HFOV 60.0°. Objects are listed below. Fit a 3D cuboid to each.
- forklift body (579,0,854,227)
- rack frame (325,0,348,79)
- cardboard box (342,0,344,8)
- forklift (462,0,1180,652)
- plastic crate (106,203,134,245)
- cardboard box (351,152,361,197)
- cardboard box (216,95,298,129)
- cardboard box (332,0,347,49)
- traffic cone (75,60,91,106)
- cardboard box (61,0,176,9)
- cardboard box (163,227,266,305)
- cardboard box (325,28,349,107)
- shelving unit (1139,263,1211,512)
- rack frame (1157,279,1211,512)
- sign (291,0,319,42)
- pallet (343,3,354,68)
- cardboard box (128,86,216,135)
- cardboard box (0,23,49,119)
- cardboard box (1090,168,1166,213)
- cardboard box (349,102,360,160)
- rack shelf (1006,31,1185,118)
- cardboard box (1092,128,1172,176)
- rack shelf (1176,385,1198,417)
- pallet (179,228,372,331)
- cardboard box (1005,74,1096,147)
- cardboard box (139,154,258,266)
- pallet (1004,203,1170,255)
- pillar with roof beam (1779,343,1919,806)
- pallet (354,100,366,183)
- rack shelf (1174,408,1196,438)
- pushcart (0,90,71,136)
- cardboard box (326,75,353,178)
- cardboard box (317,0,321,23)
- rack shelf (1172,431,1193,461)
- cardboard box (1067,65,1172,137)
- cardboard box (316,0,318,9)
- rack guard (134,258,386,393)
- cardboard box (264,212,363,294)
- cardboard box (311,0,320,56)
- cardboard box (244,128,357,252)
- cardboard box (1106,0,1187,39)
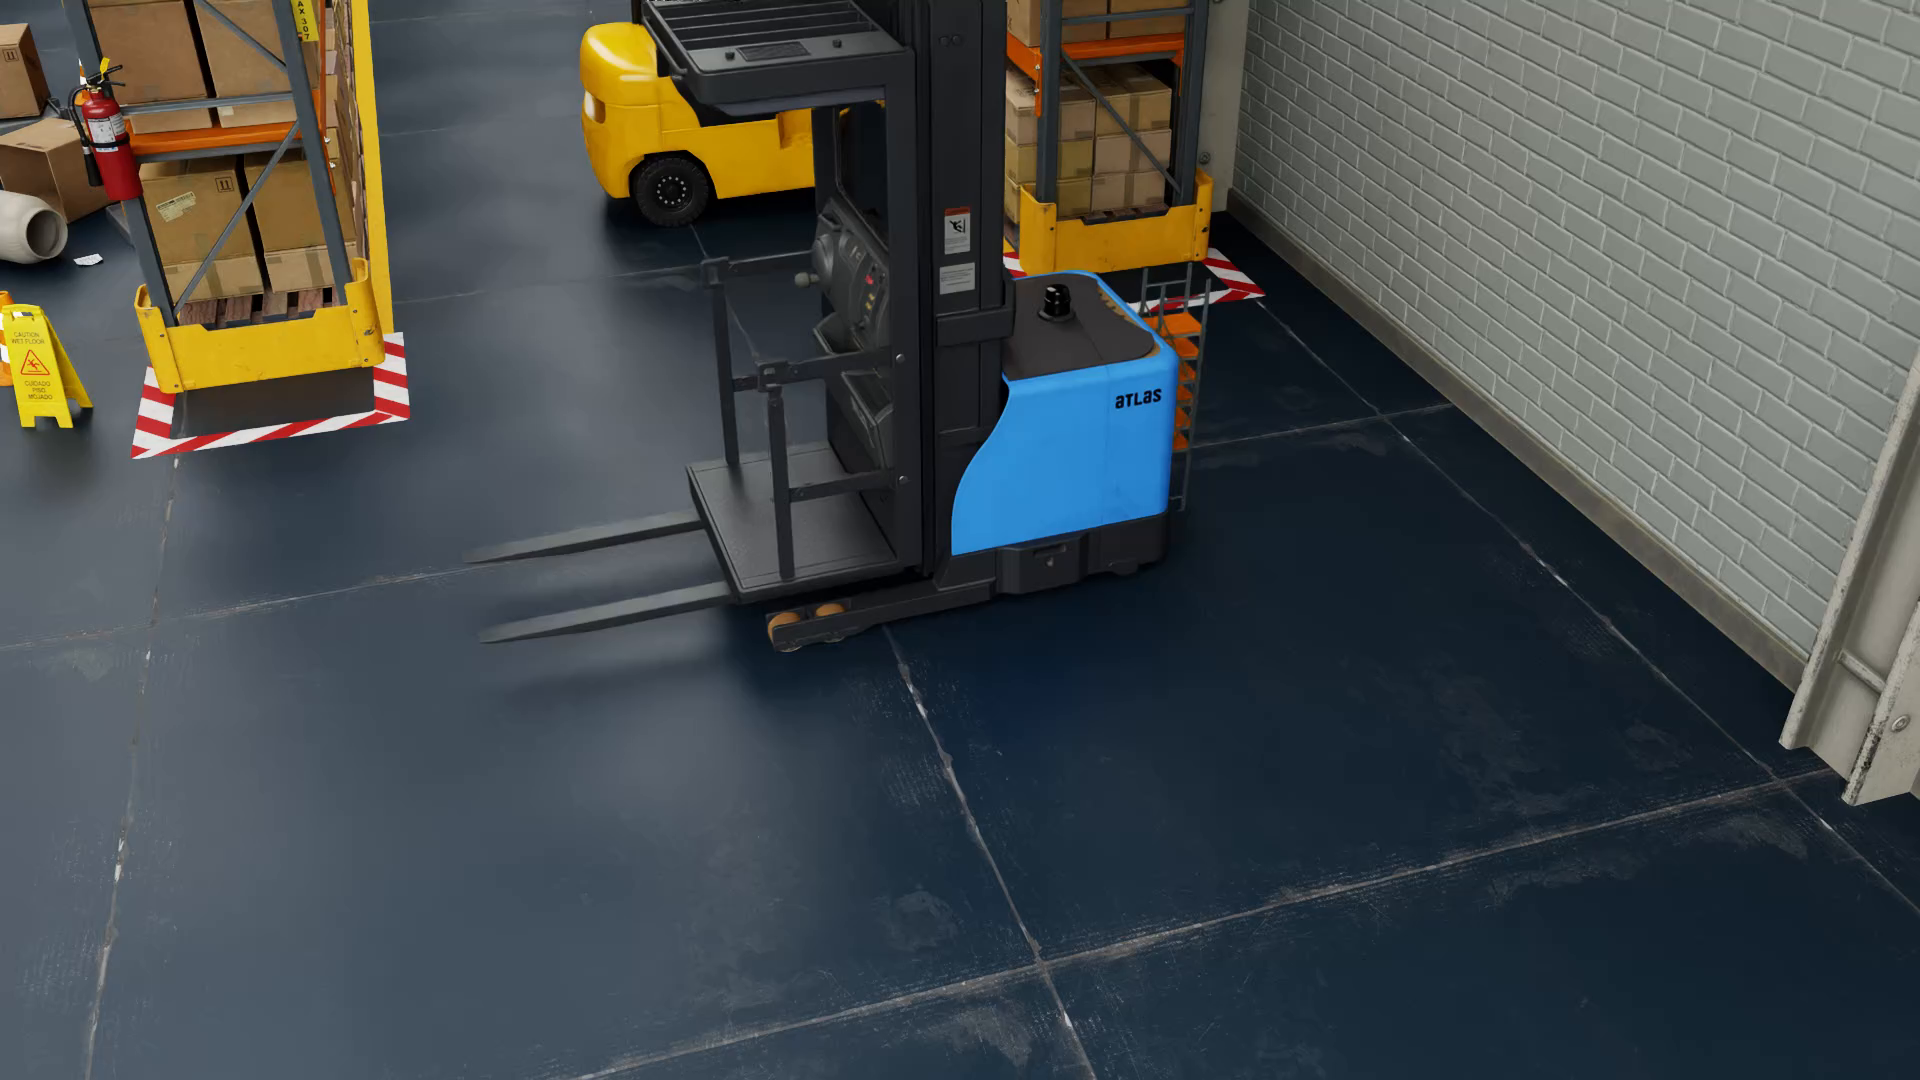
[{"bbox_3d":[-1.363,-3.350,10.869,2.313,2.155,1.214,-10,35,-15],"label":"forklift body"},{"bbox_3d":[-4.993,-4.279,11.504,1.000,3.000,0.127,-10,35,-15],"label":"rack frame"},{"bbox_3d":[-5.818,-4.773,14.256,0.950,0.372,0.625,-11,35,-16],"label":"cardboard box"},{"bbox_3d":[-0.631,-1.078,6.723,3.031,2.935,1.130,-11,35,-16],"label":"forklift"},{"bbox_3d":[-5.295,-2.098,10.853,0.402,0.080,0.583,-23,40,-31],"label":"plastic crate"},{"bbox_3d":[-4.083,-2.230,10.518,0.500,0.250,0.500,-8,34,-12],"label":"cardboard box"},{"bbox_3d":[-3.680,-2.287,8.718,0.380,0.149,0.250,-10,35,-15],"label":"cardboard box"},{"bbox_3d":[-5.378,-4.009,13.100,0.950,0.372,0.625,-8,34,-12],"label":"cardboard box"},{"bbox_3d":[-6.705,-3.636,12.833,0.336,0.463,0.334,-10,35,-15],"label":"traffic cone"},{"bbox_3d":[-4.137,-2.993,8.291,0.700,0.500,0.500,-11,35,-16],"label":"cardboard box"},{"bbox_3d":[-4.283,-1.598,9.561,0.500,0.250,0.500,-10,35,-15],"label":"cardboard box"},{"bbox_3d":[-4.401,-3.087,11.134,0.500,0.500,0.500,-9,35,-14],"label":"cardboard box"},{"bbox_3d":[0.945,-0.672,7.673,0.258,1.200,0.189,-10,35,-17],"label":"shelving unit"},{"bbox_3d":[0.976,-0.625,7.601,0.240,1.200,0.006,-10,35,-17],"label":"rack frame"},{"bbox_3d":[-3.257,-2.631,8.226,0.100,0.325,0.005,-10,35,-15],"label":"sign"},{"bbox_3d":[-5.608,-4.166,13.862,1.003,0.211,1.213,-10,35,-15],"label":"pallet"},{"bbox_3d":[-4.091,-2.234,8.638,0.380,0.149,0.250,-9,34,-13],"label":"cardboard box"},{"bbox_3d":[-6.679,-3.237,11.508,0.500,0.500,0.500,-10,35,-15],"label":"cardboard box"},{"bbox_3d":[0.989,-2.334,10.675,0.500,0.250,0.500,-10,35,-15],"label":"cardboard box"},{"bbox_3d":[-4.385,-2.764,11.325,0.500,0.250,0.500,-11,35,-16],"label":"cardboard box"},{"bbox_3d":[0.343,-3.765,11.380,1.077,0.370,4.000,-10,35,-15],"label":"rack shelf"},{"bbox_3d":[1.007,-2.534,10.523,0.500,0.250,0.500,-9,35,-14],"label":"cardboard box"},{"bbox_3d":[0.944,-0.635,7.697,0.258,0.103,0.180,-10,35,-17],"label":"rack shelf"},{"bbox_3d":[-4.011,-1.488,9.810,1.003,0.211,1.213,-10,35,-15],"label":"pallet"},{"bbox_3d":[0.515,-2.650,10.246,0.500,0.250,0.500,-9,34,-13],"label":"cardboard box"},{"bbox_3d":[-4.266,-1.896,9.332,0.500,0.500,0.500,-10,35,-14],"label":"cardboard box"},{"bbox_3d":[0.680,-2.246,10.958,1.003,0.211,1.213,-10,35,-15],"label":"pallet"},{"bbox_3d":[-0.671,-2.161,2.858,9.100,9.000,0.400,-10,35,-15],"label":"pillar with roof beam"},{"bbox_3d":[-4.755,-2.769,11.749,1.003,0.211,1.213,-10,35,-15],"label":"pallet"},{"bbox_3d":[0.941,-0.534,7.762,0.258,0.103,0.180,-10,35,-17],"label":"rack shelf"},{"bbox_3d":[-7.150,-2.775,11.607,1.648,0.377,0.936,-23,40,-31],"label":"pushcart"},{"bbox_3d":[-4.073,-2.540,10.307,0.500,0.500,0.500,-9,35,-14],"label":"cardboard box"},{"bbox_3d":[-4.130,-3.255,10.183,0.380,0.149,0.250,-10,35,-14],"label":"cardboard box"},{"bbox_3d":[0.938,-0.434,7.828,0.258,0.103,0.180,-10,35,-17],"label":"rack shelf"},{"bbox_3d":[0.986,-2.745,10.389,0.500,0.250,0.500,-11,35,-15],"label":"cardboard box"},{"bbox_3d":[-4.134,-3.444,9.881,0.500,0.500,0.500,-11,35,-16],"label":"cardboard box"},{"bbox_3d":[-3.796,-1.176,9.076,1.175,0.500,0.348,-10,35,-15],"label":"rack guard"},{"bbox_3d":[-3.756,-1.677,9.680,0.500,0.250,0.500,-10,35,-15],"label":"cardboard box"},{"bbox_3d":[-3.815,-2.911,9.074,0.500,0.500,0.500,-9,35,-13],"label":"cardboard box"},{"bbox_3d":[-3.764,-2.002,9.492,0.500,0.500,0.500,-11,35,-16],"label":"cardboard box"},{"bbox_3d":[1.066,-3.364,10.029,0.500,0.500,0.500,-9,34,-13],"label":"cardboard box"}]
